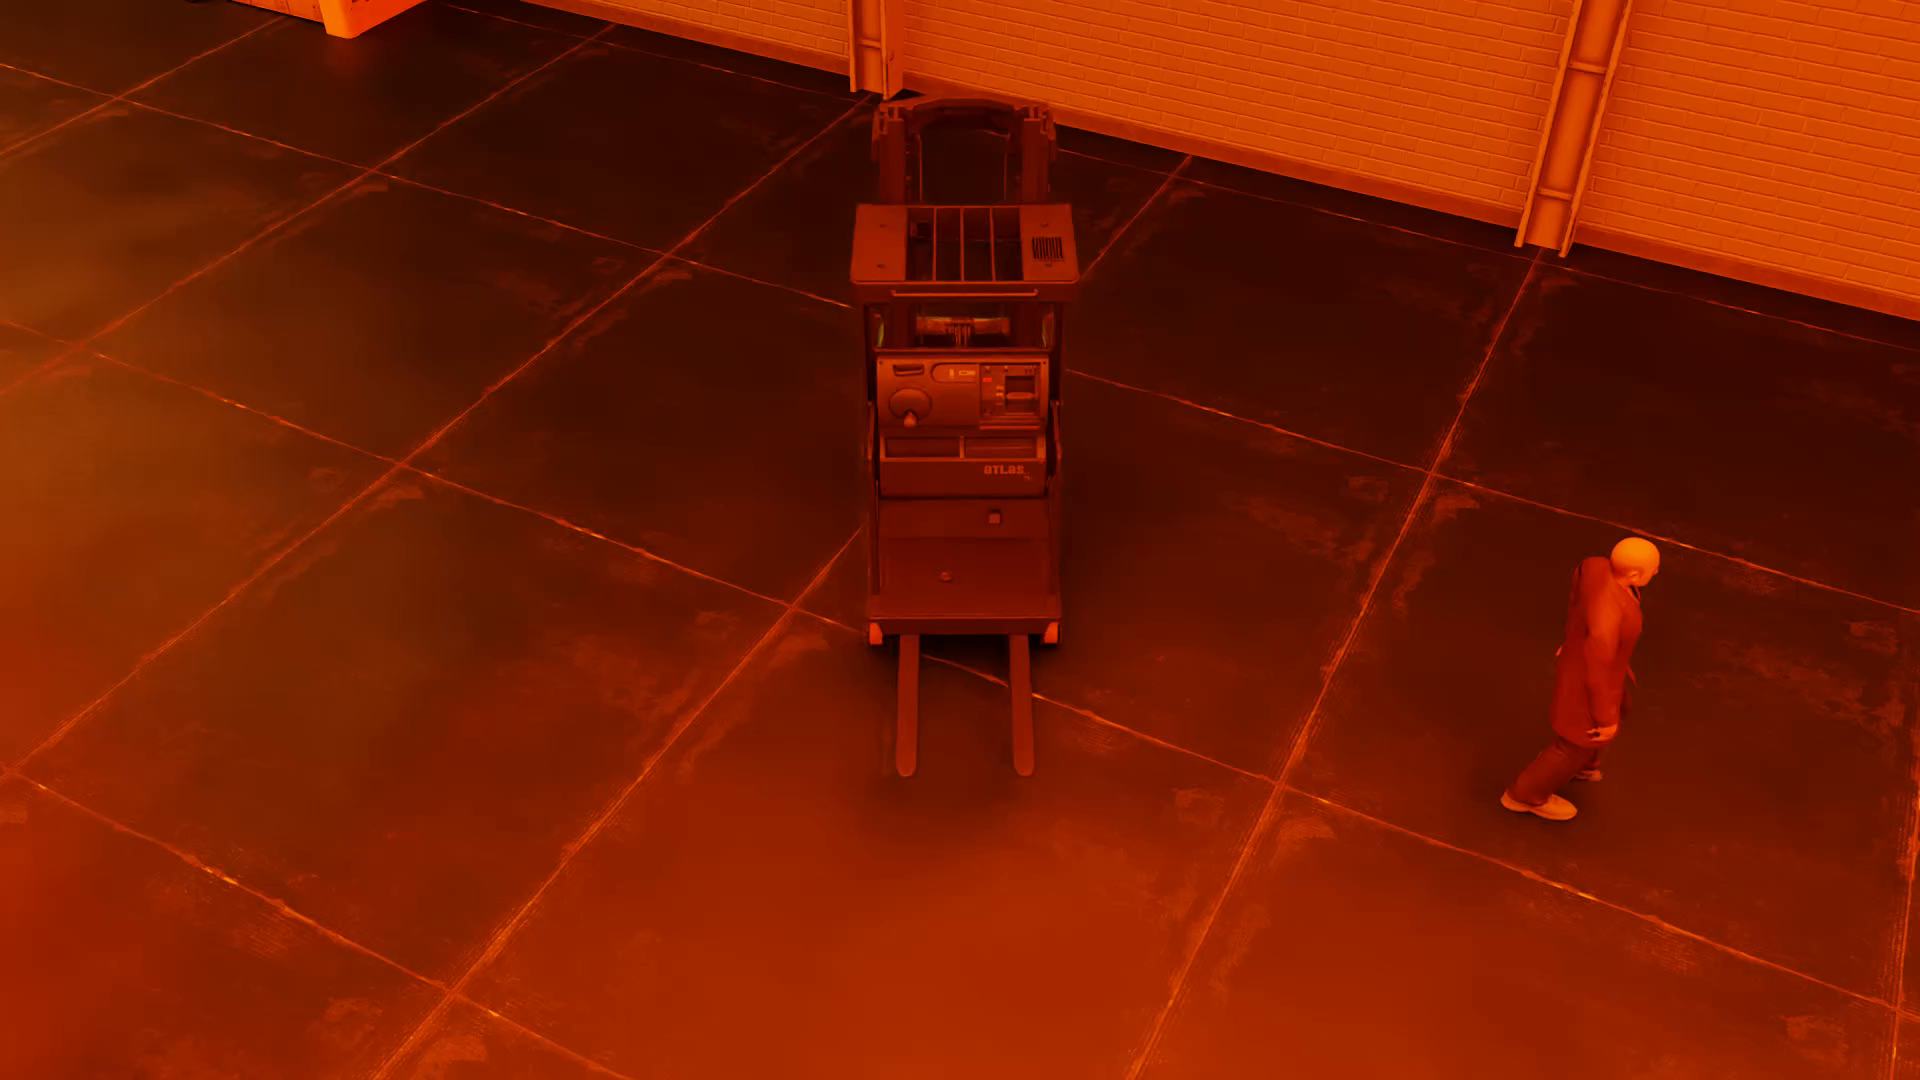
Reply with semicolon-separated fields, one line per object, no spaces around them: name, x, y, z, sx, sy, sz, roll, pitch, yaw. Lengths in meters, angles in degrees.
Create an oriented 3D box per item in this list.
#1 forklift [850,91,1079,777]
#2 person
forklift;0.019;-0.723;8.845;1.130;2.935;3.031;0;40;0
person;3.098;0.704;8.118;0.559;1.828;0.699;8;41;9
